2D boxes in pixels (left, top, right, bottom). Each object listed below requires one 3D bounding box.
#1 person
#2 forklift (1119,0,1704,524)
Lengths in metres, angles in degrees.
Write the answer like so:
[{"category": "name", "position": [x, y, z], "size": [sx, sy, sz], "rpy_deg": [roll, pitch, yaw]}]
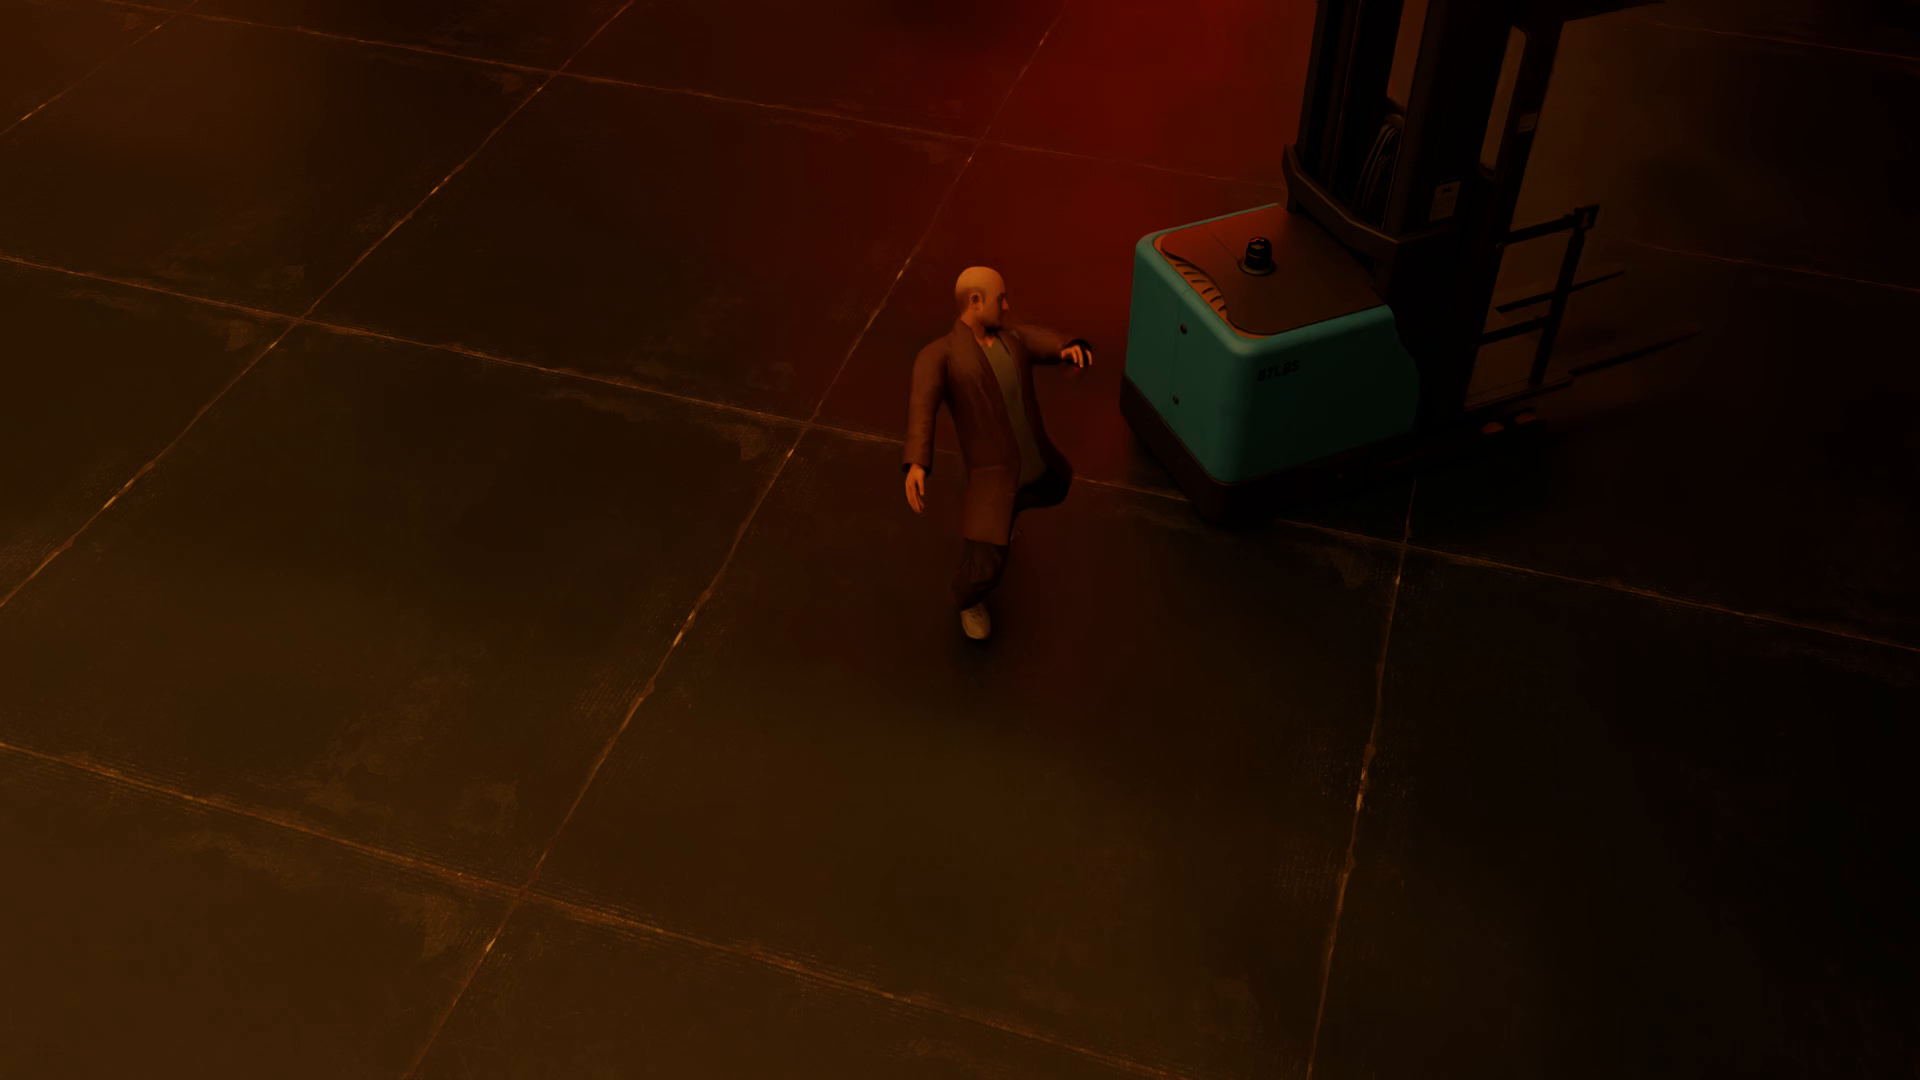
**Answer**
[{"category": "person", "position": [0.087, -0.255, 6.972], "size": [0.835, 1.537, 1.065], "rpy_deg": [28, 50, 27]}, {"category": "forklift", "position": [2.373, -1.812, 7.637], "size": [3.031, 2.935, 1.130], "rpy_deg": [-16, 45, -17]}]
